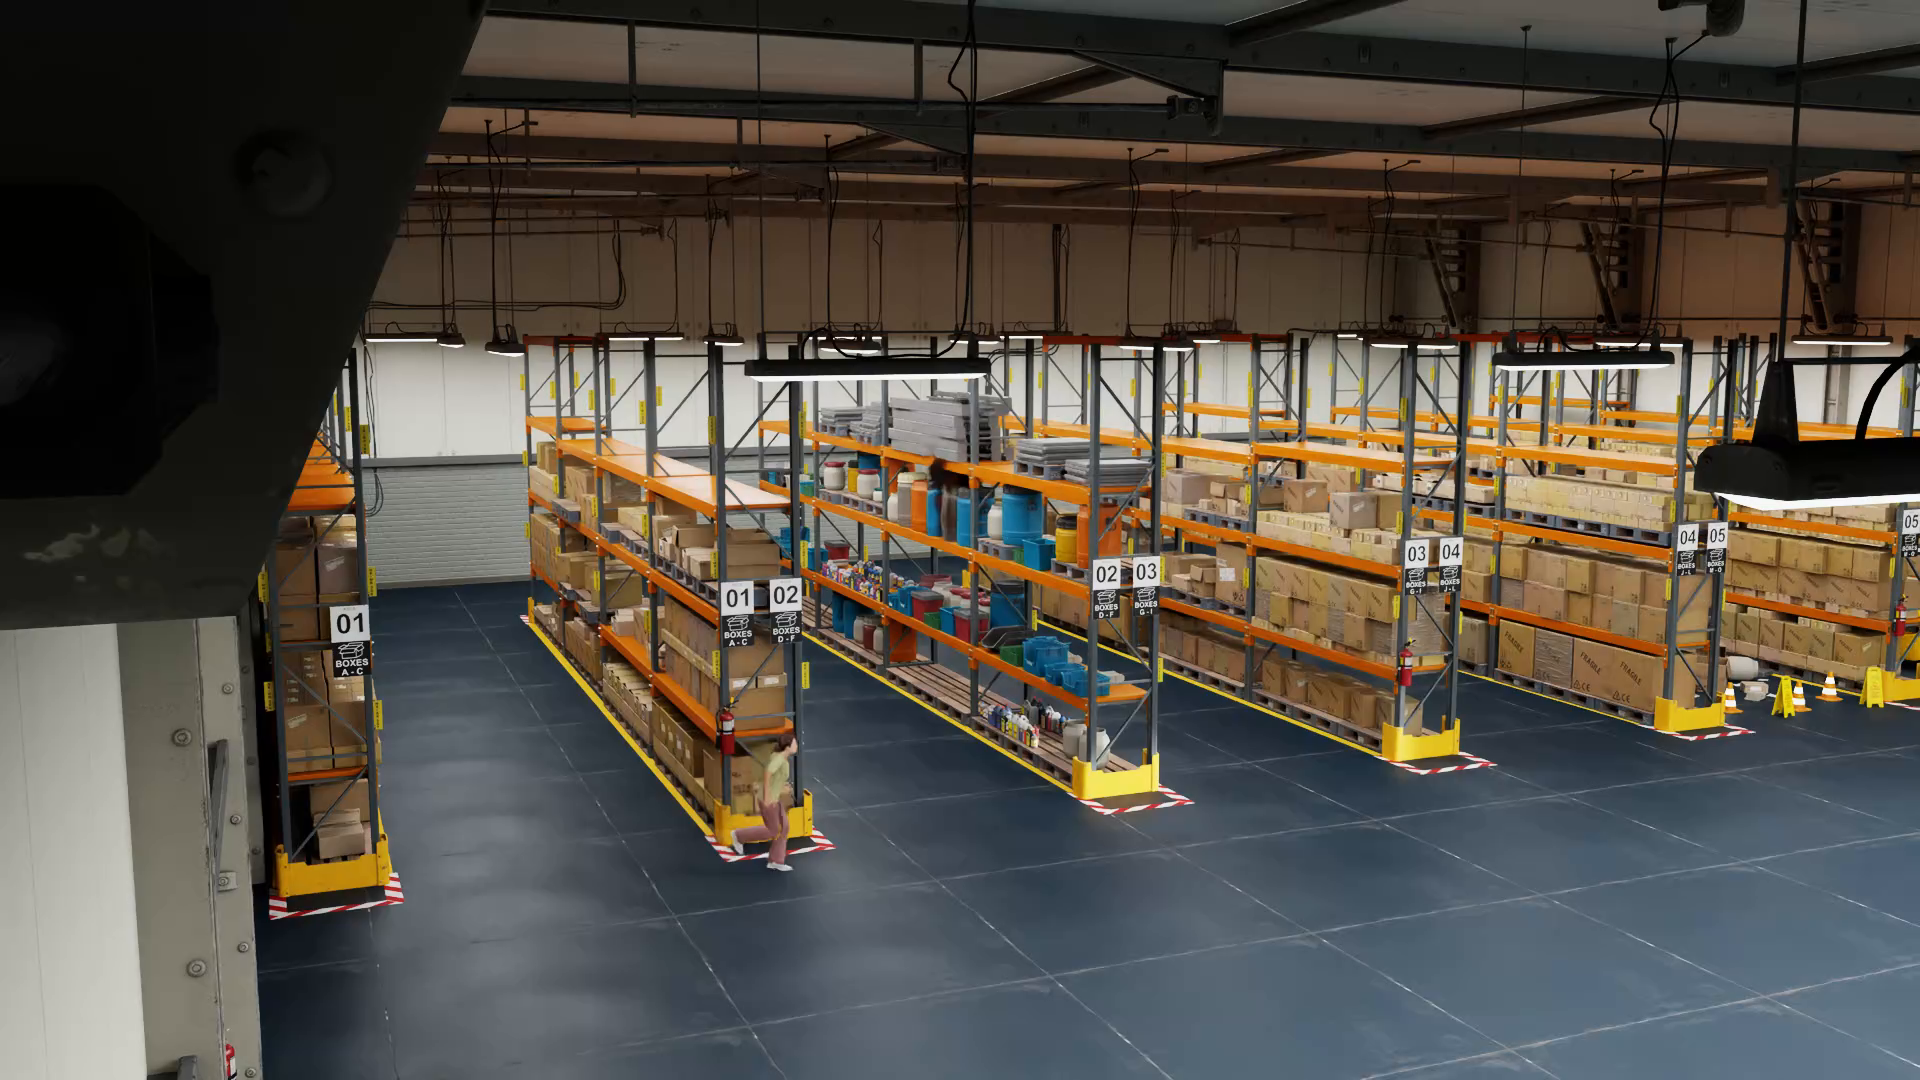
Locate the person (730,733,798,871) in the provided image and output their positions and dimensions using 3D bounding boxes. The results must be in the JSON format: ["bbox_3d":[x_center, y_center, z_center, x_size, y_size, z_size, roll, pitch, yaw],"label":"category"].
[{"bbox_3d":[-2.258,3.023,19.181,0.794,1.611,0.583,-1,8,-6],"label":"person"}]

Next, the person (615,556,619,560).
[{"bbox_3d":[-7.280,0.737,36.029,0.769,1.659,0.610,6,10,38],"label":"person"}]
